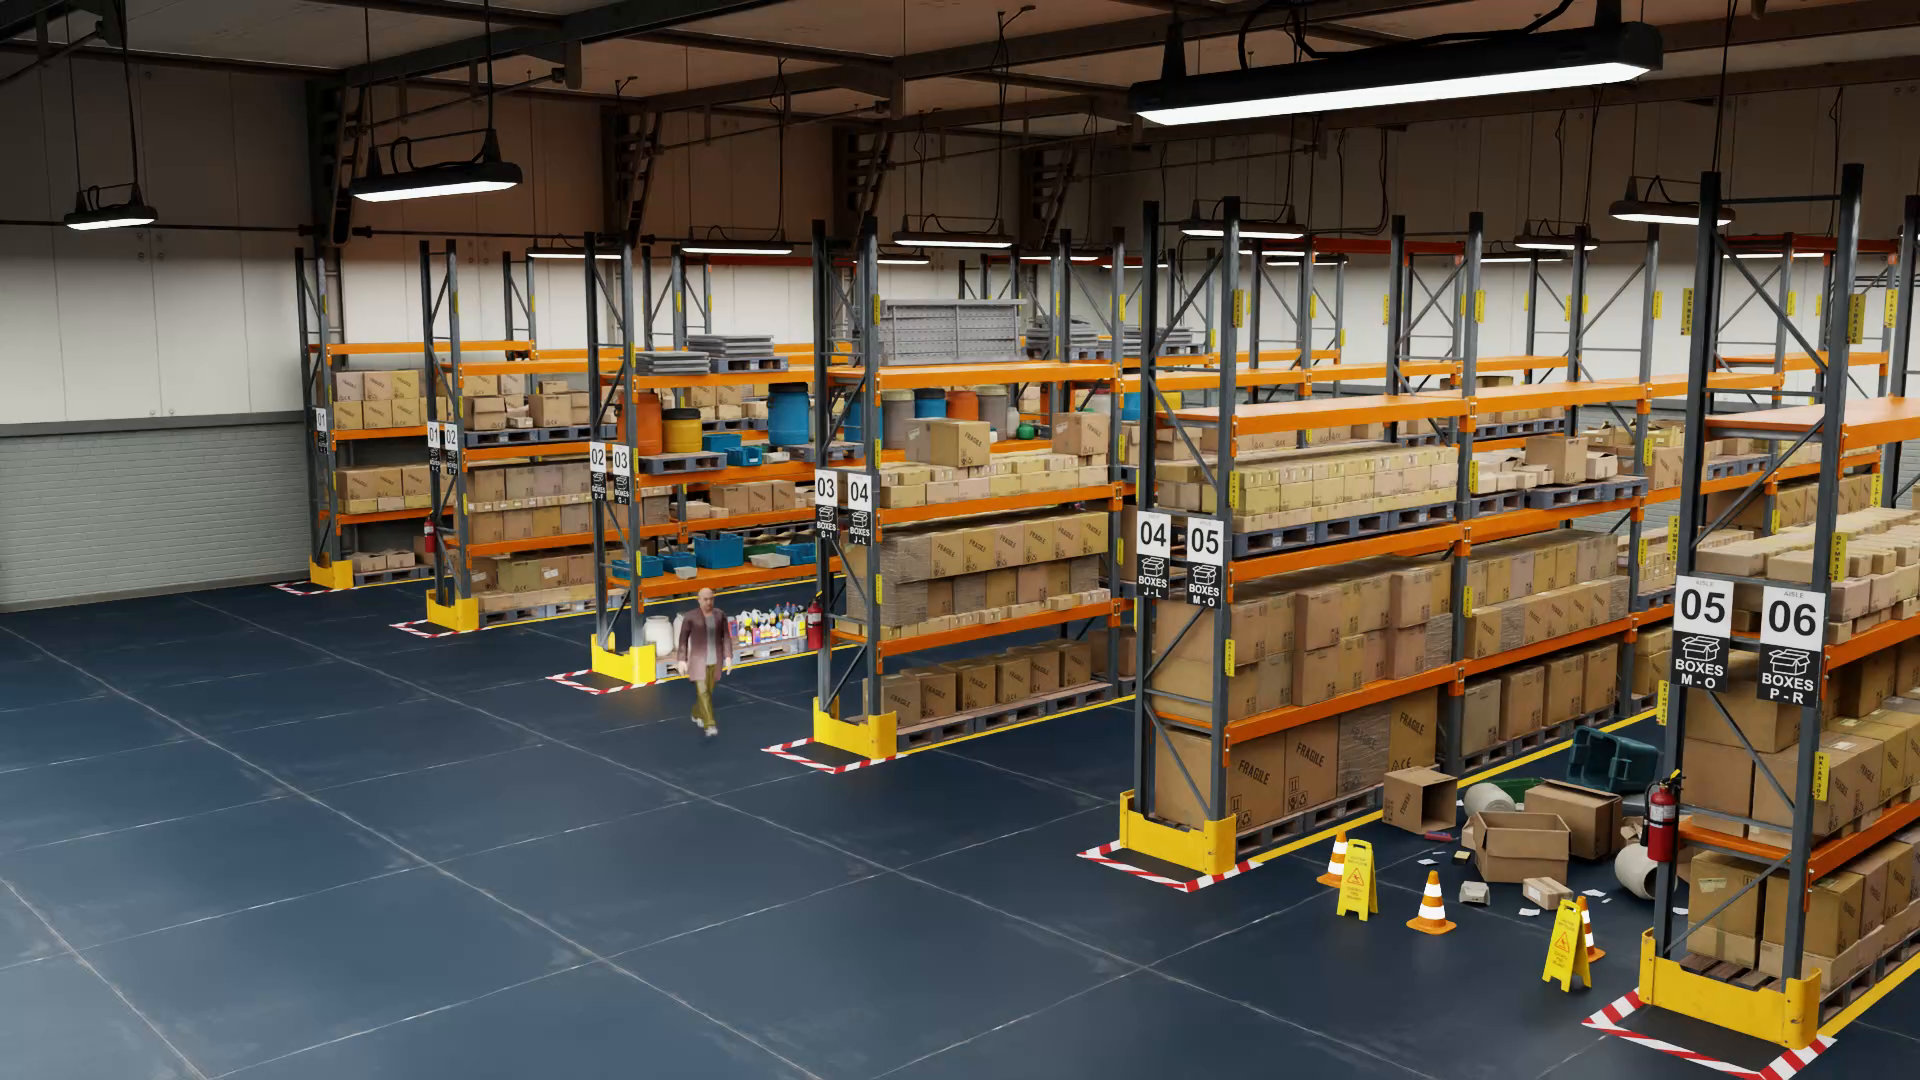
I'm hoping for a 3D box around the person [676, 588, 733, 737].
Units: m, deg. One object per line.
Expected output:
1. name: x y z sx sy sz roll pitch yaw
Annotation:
1. person: -2.961 1.424 19.599 0.610 1.725 1.100 -6 11 -37
